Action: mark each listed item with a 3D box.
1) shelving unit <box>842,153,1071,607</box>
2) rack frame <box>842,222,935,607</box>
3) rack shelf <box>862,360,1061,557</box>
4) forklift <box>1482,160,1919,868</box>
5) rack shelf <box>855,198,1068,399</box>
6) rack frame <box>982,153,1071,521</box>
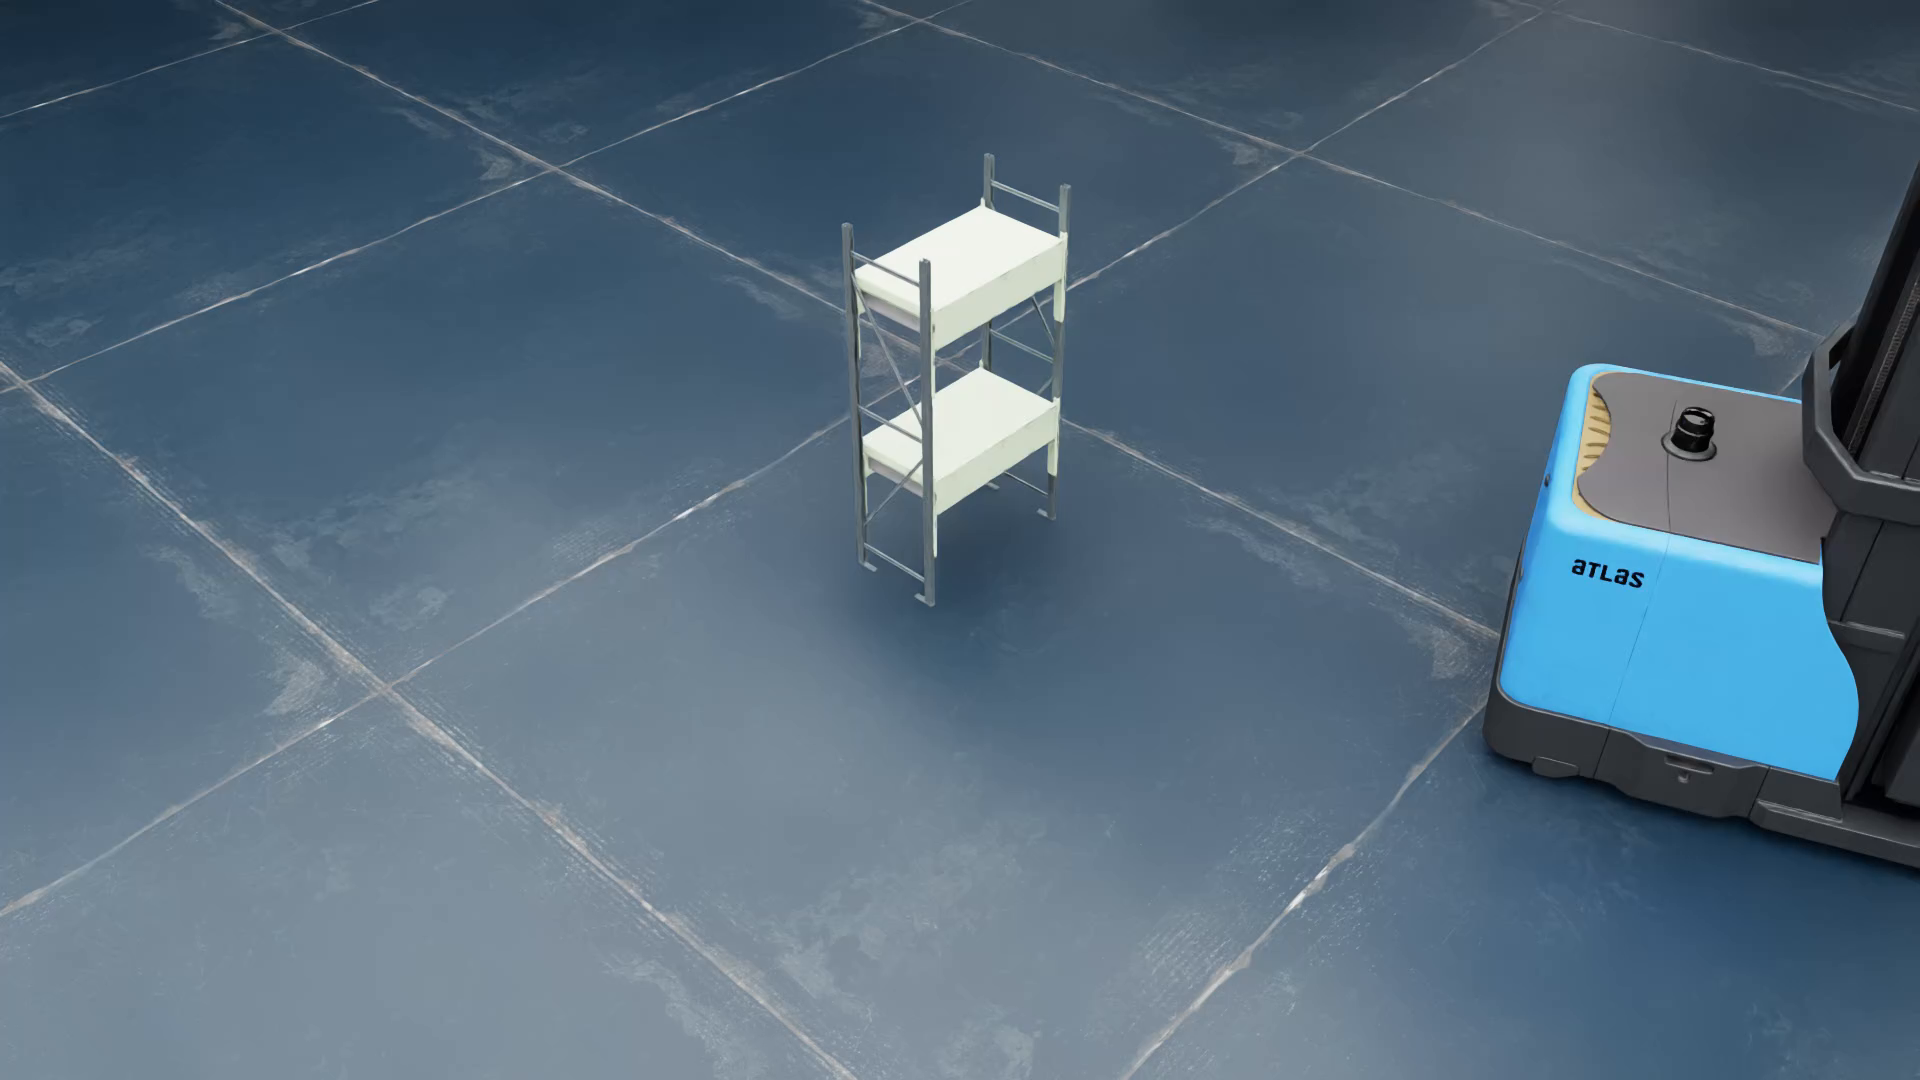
[{"bbox_3d":[-0.004,-0.584,6.279,0.431,1.500,0.755,30,47,32],"label":"shelving unit"},{"bbox_3d":[-0.251,-0.416,6.068,0.400,1.500,0.023,30,47,32],"label":"rack frame"},{"bbox_3d":[-0.004,-0.329,6.482,0.431,0.370,0.720,30,47,32],"label":"rack shelf"},{"bbox_3d":[3.387,-0.333,4.814,3.031,2.935,1.130,14,40,16],"label":"forklift"},{"bbox_3d":[-0.004,-0.889,6.036,0.431,0.370,0.720,30,47,32],"label":"rack shelf"},{"bbox_3d":[0.242,-0.752,6.491,0.400,1.500,0.023,30,47,32],"label":"rack frame"}]
